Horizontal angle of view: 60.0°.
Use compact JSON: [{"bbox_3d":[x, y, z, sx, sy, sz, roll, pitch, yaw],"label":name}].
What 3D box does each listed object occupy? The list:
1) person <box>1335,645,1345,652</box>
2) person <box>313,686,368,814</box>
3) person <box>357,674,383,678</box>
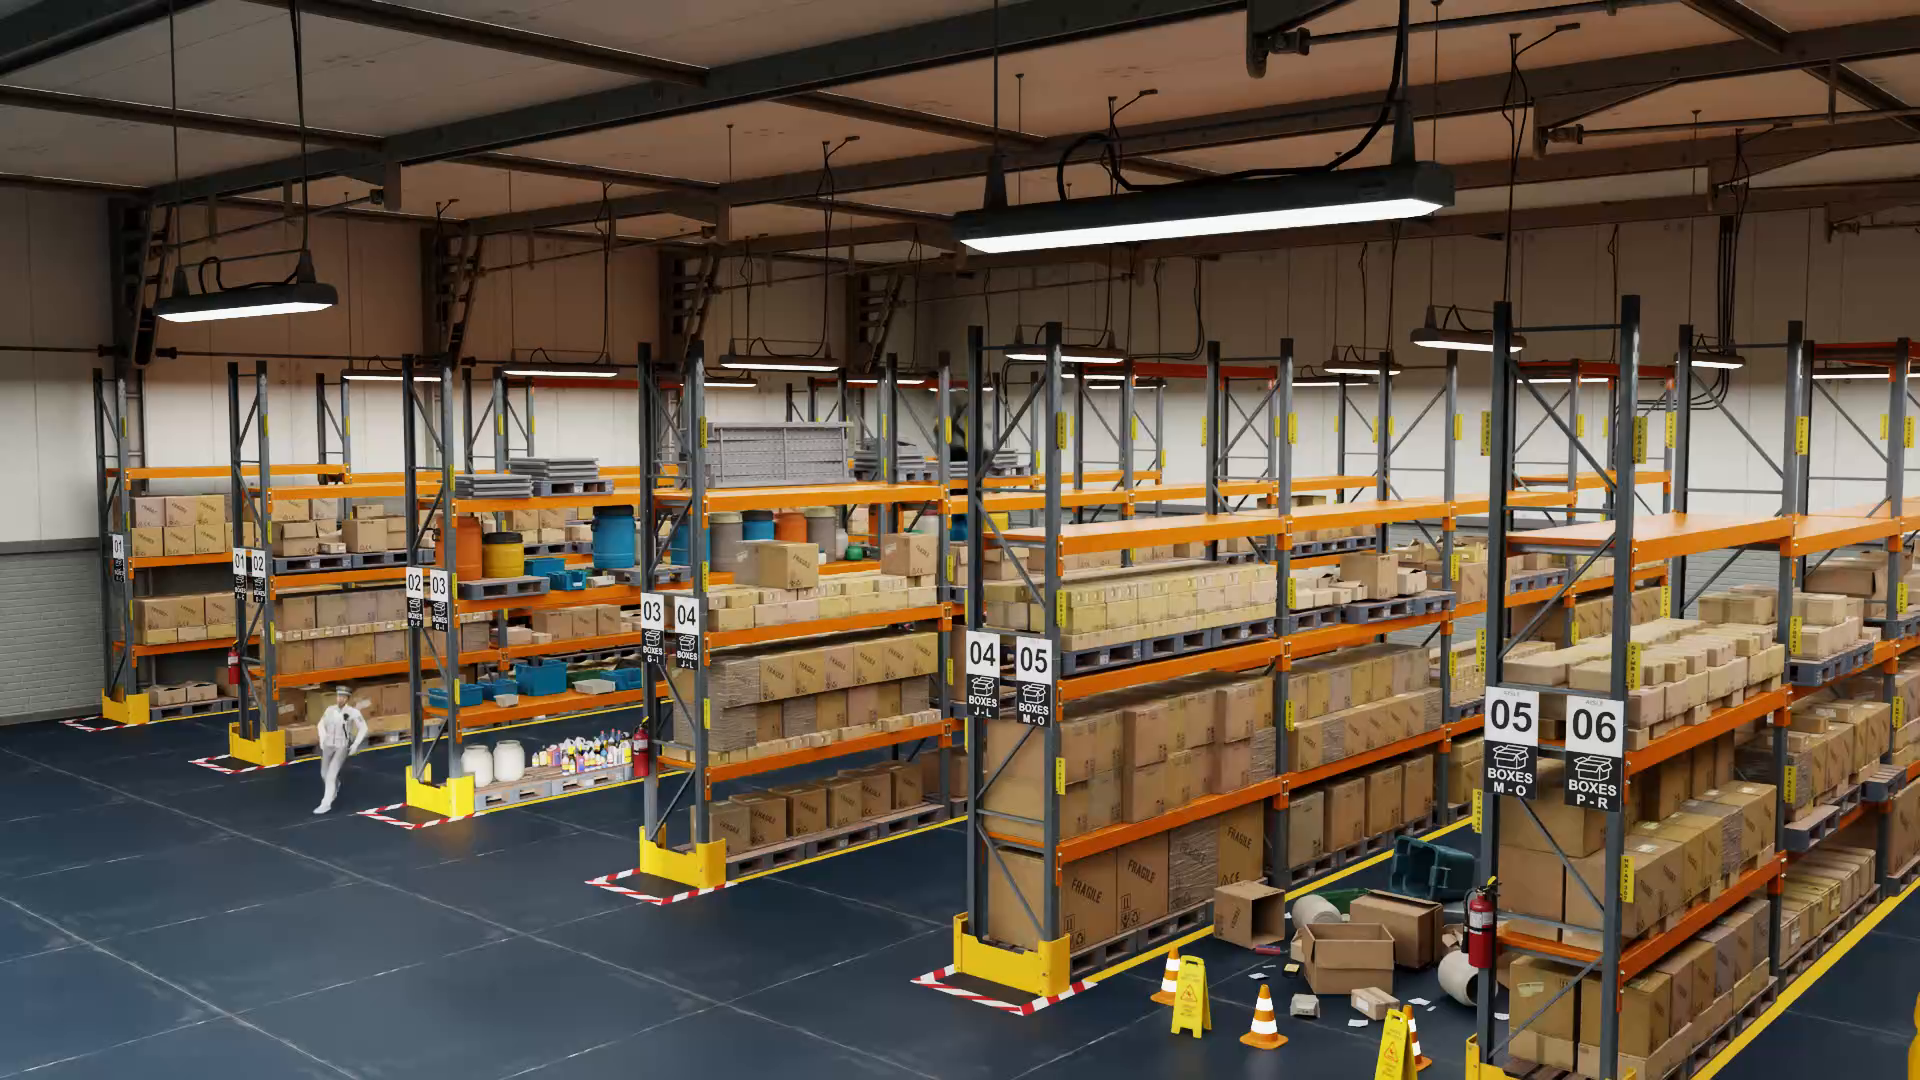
[{"bbox_3d":[5.998,2.442,26.312,0.540,1.552,0.522,4,6,41],"label":"person"},{"bbox_3d":[-8.150,2.728,21.938,0.678,1.651,0.728,0,4,4],"label":"person"},{"bbox_3d":[-9.963,2.232,28.139,0.634,1.789,0.893,3,5,35],"label":"person"}]
